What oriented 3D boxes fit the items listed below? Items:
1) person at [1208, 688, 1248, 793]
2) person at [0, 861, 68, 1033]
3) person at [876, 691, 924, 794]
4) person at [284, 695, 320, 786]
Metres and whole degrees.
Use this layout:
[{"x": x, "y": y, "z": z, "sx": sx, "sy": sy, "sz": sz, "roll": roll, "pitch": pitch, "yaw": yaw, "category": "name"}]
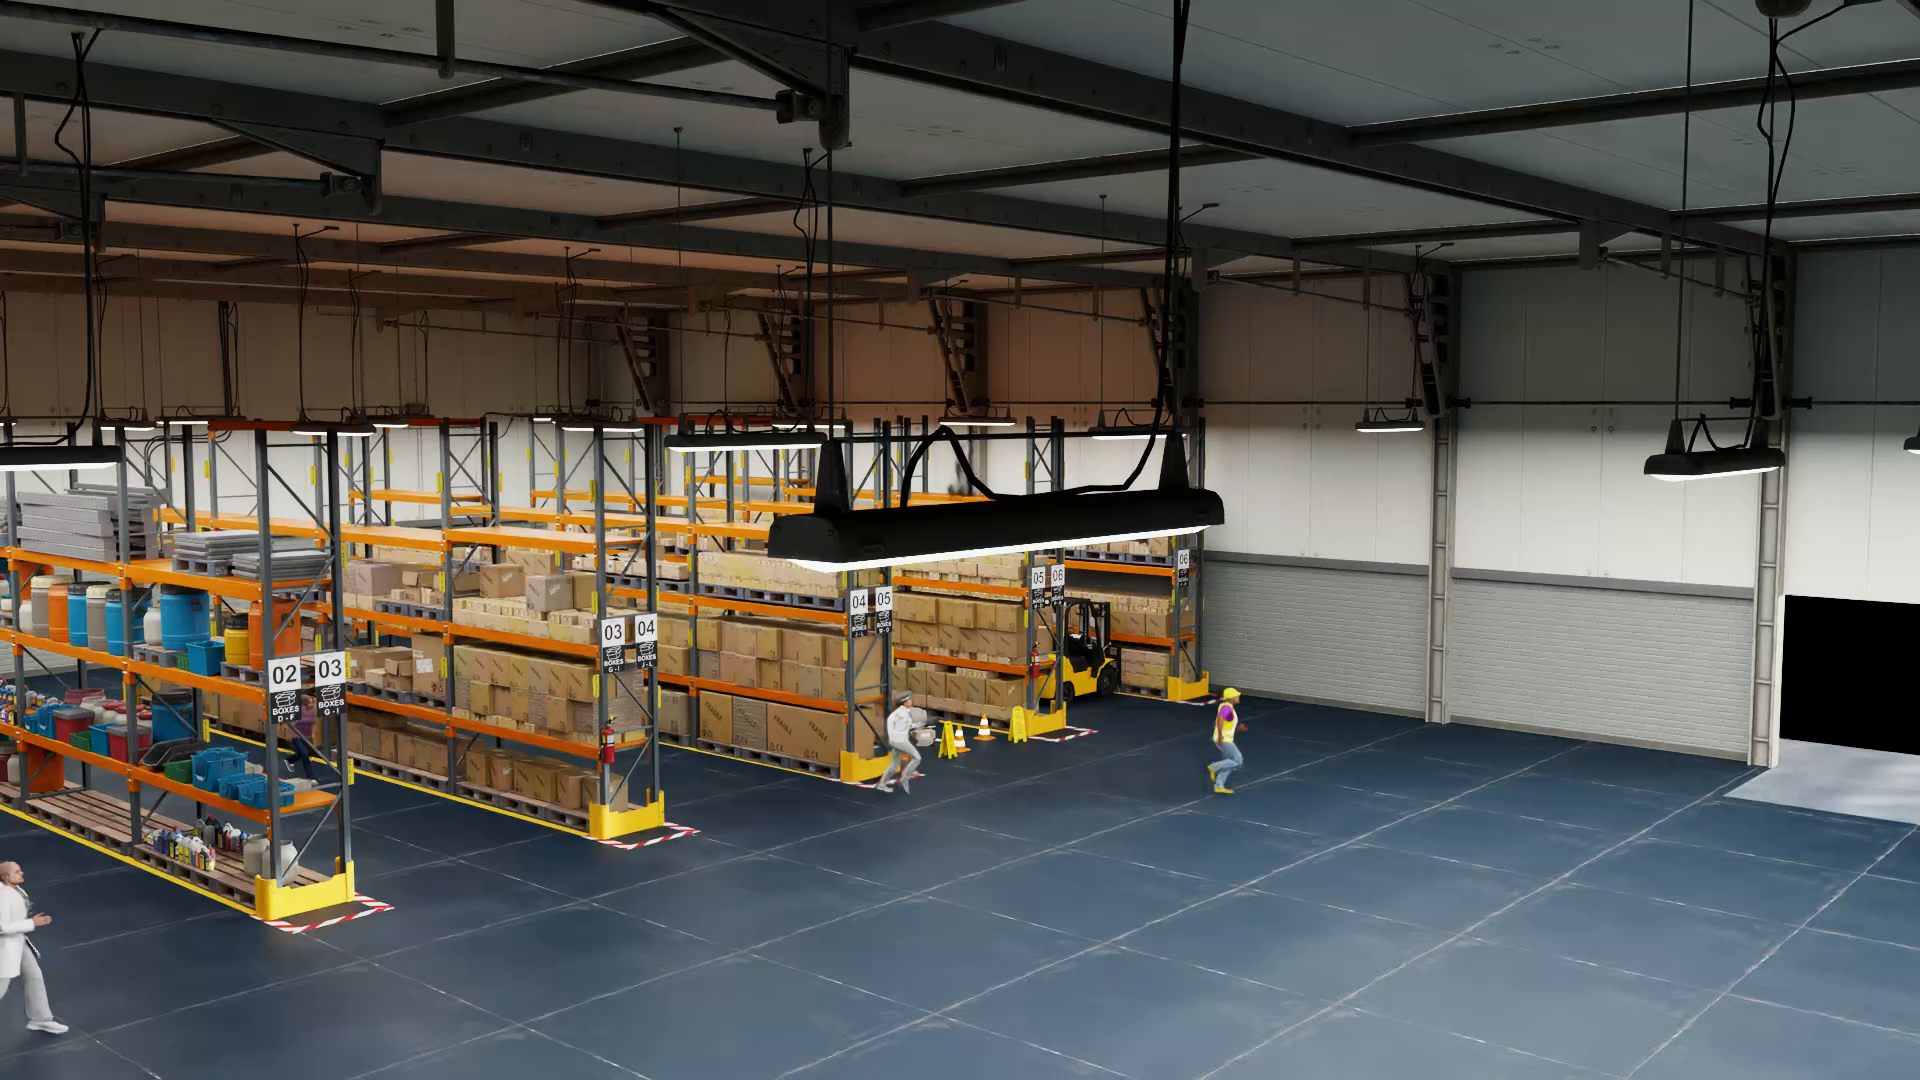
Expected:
[{"x": 4.338, "y": 3.251, "z": 26.922, "sx": 0.662, "sy": 1.709, "sz": 0.749, "roll": 0, "pitch": 5, "yaw": 1, "category": "person"}, {"x": -9.468, "y": 4.071, "z": 16.460, "sx": 1.061, "sy": 1.800, "sz": 0.719, "roll": -2, "pitch": 5, "yaw": -18, "category": "person"}, {"x": -0.956, "y": 3.262, "z": 26.772, "sx": 0.771, "sy": 1.668, "sz": 0.640, "roll": 0, "pitch": 5, "yaw": -4, "category": "person"}, {"x": -10.981, "y": 3.296, "z": 27.599, "sx": 0.894, "sy": 1.548, "sz": 0.557, "roll": 4, "pitch": 6, "yaw": 41, "category": "person"}]
